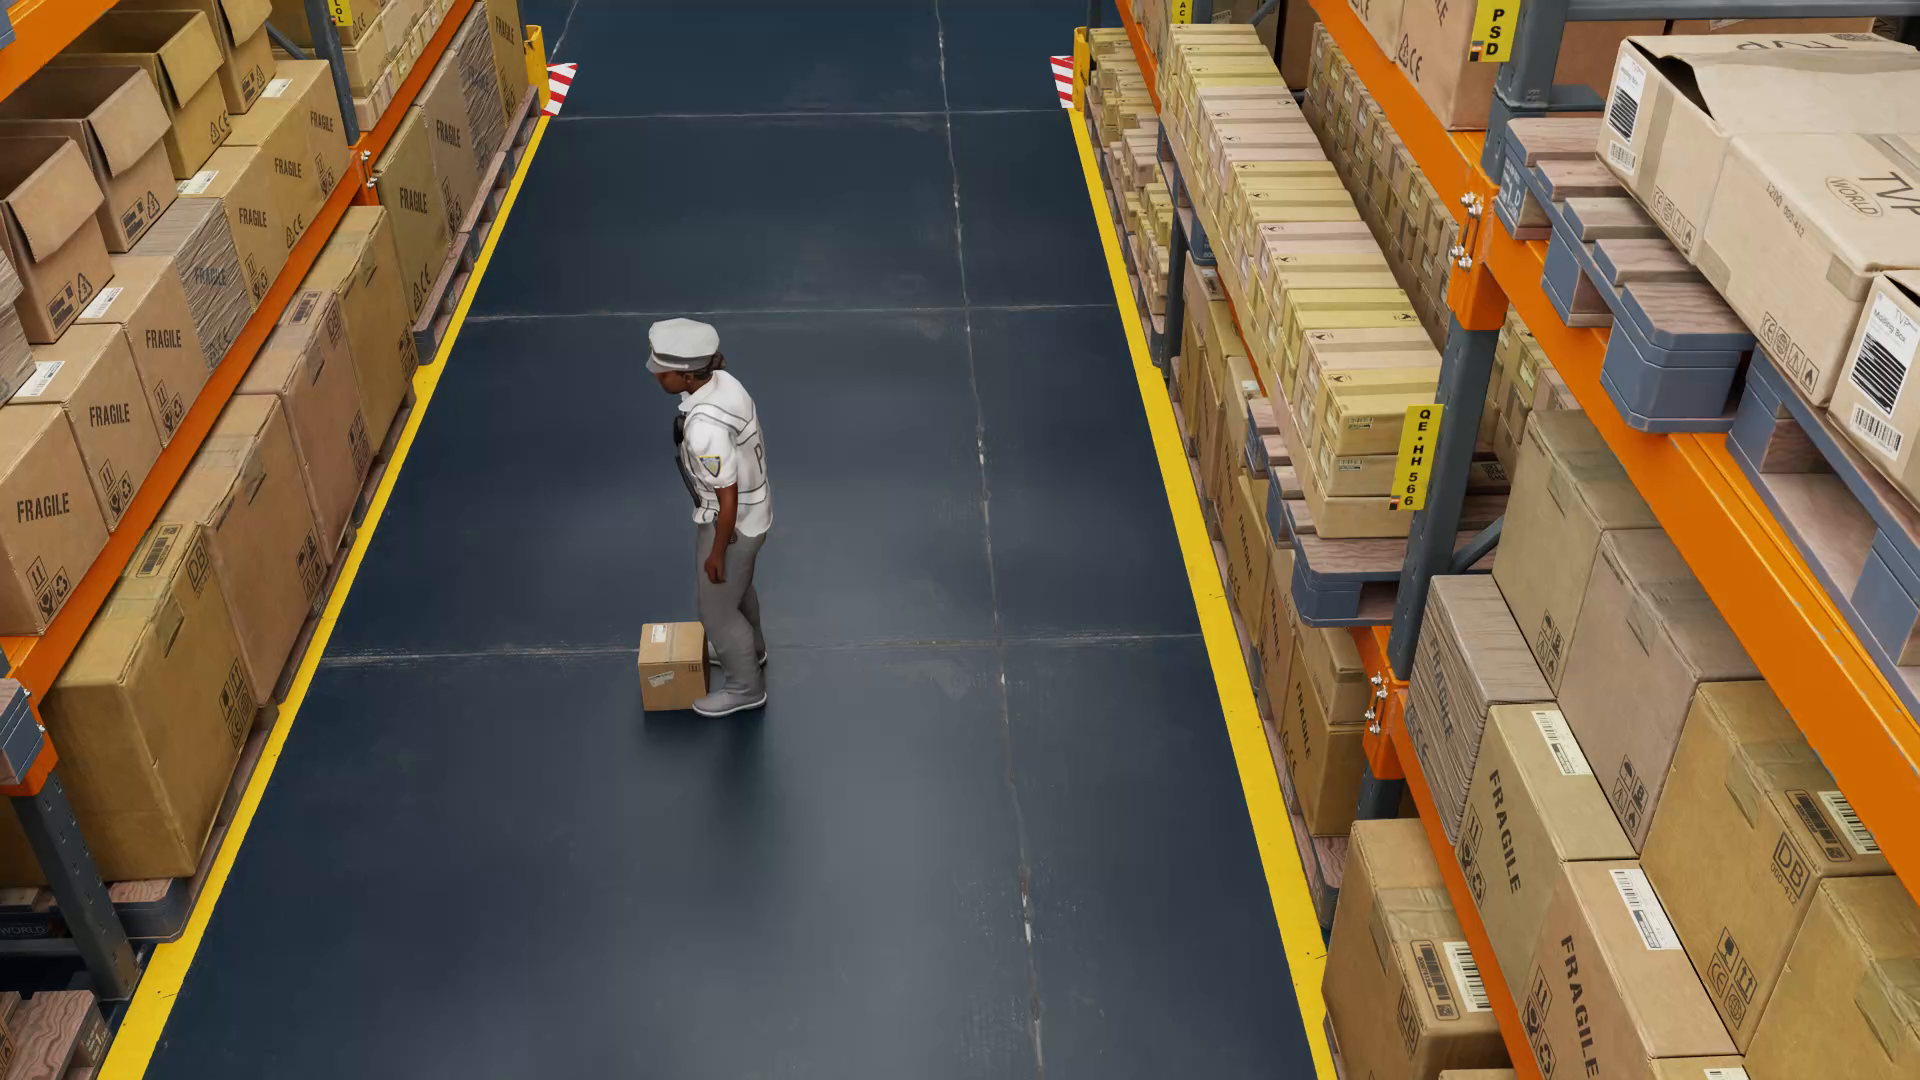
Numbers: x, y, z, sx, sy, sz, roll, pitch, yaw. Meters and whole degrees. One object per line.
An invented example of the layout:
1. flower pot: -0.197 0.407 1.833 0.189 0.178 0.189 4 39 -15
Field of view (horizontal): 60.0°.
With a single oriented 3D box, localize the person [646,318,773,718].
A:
1. person: -0.903 -0.079 6.258 0.397 1.659 0.528 -4 36 -5
